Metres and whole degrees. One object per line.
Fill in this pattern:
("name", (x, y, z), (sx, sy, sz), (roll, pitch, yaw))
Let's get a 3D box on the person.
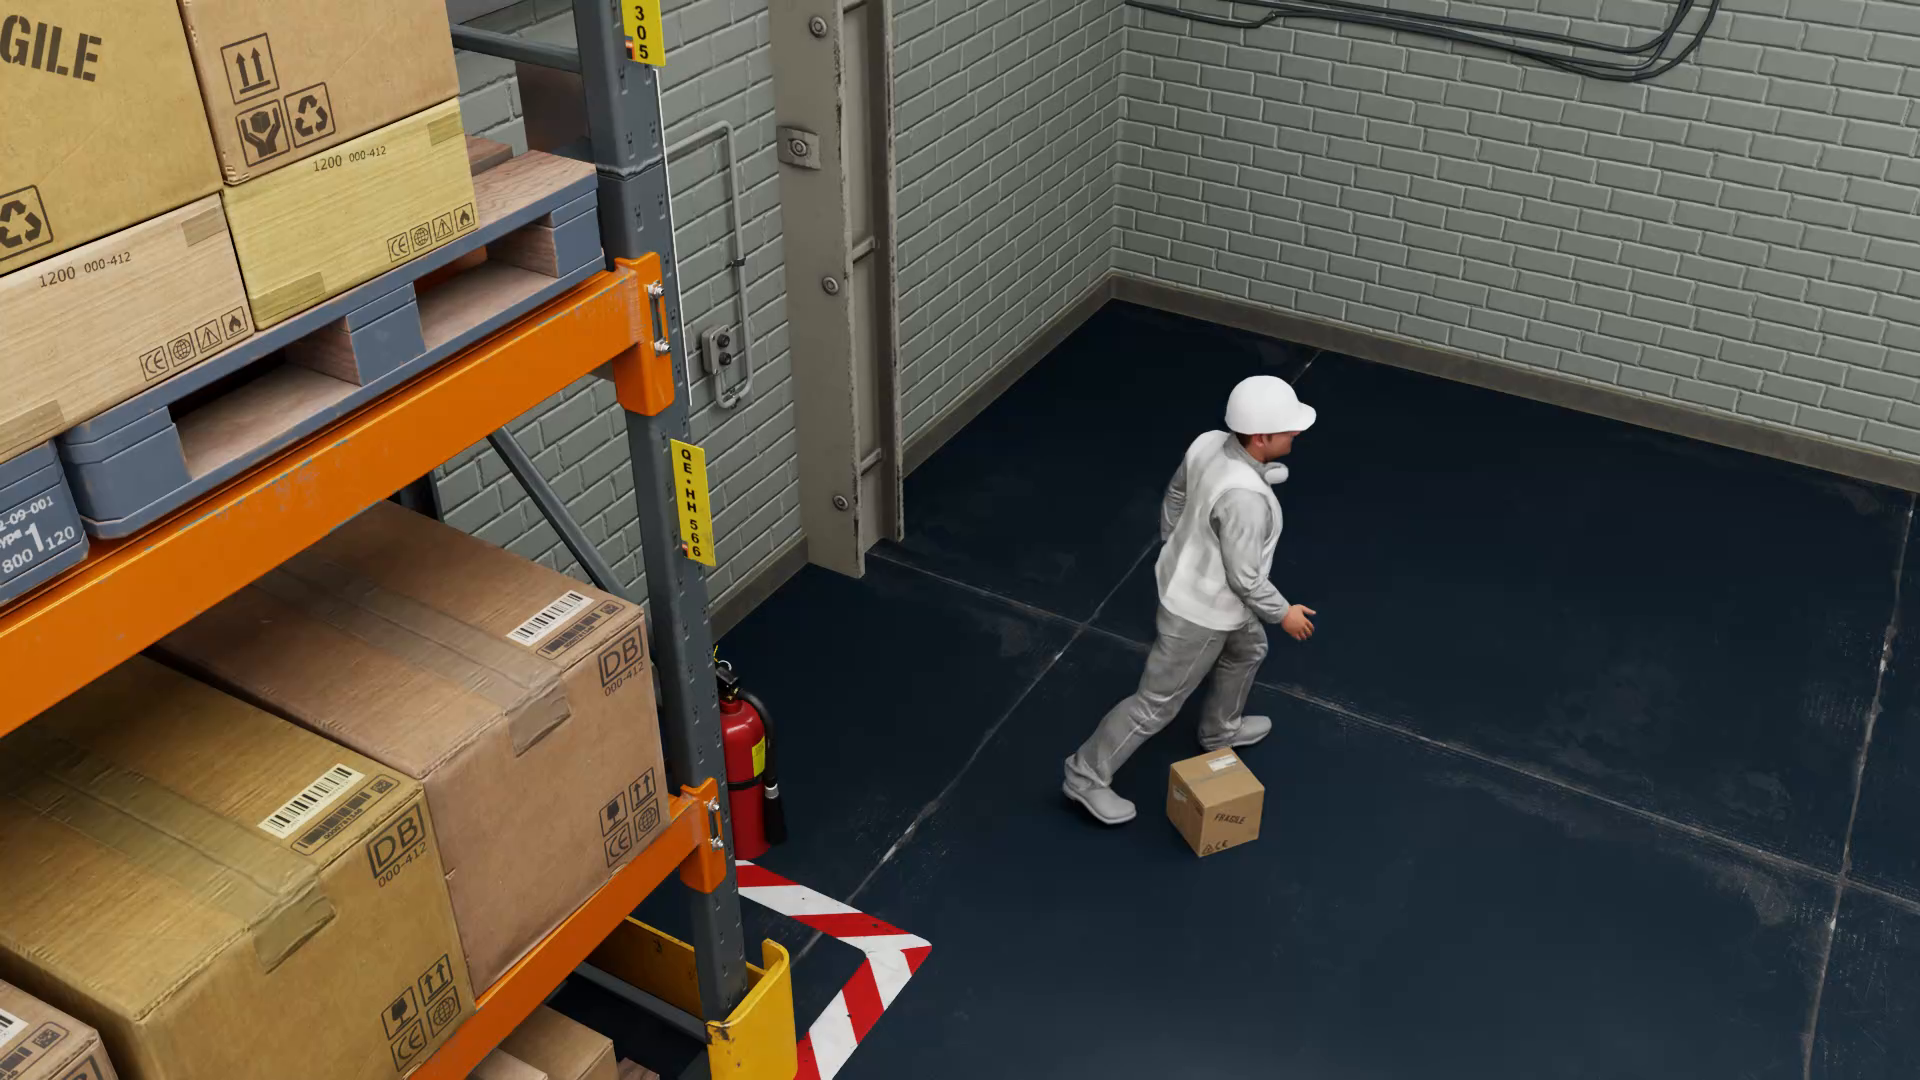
("person", (0.803, 0.193, 5.857), (0.848, 1.713, 0.640), (1, 34, 1))
